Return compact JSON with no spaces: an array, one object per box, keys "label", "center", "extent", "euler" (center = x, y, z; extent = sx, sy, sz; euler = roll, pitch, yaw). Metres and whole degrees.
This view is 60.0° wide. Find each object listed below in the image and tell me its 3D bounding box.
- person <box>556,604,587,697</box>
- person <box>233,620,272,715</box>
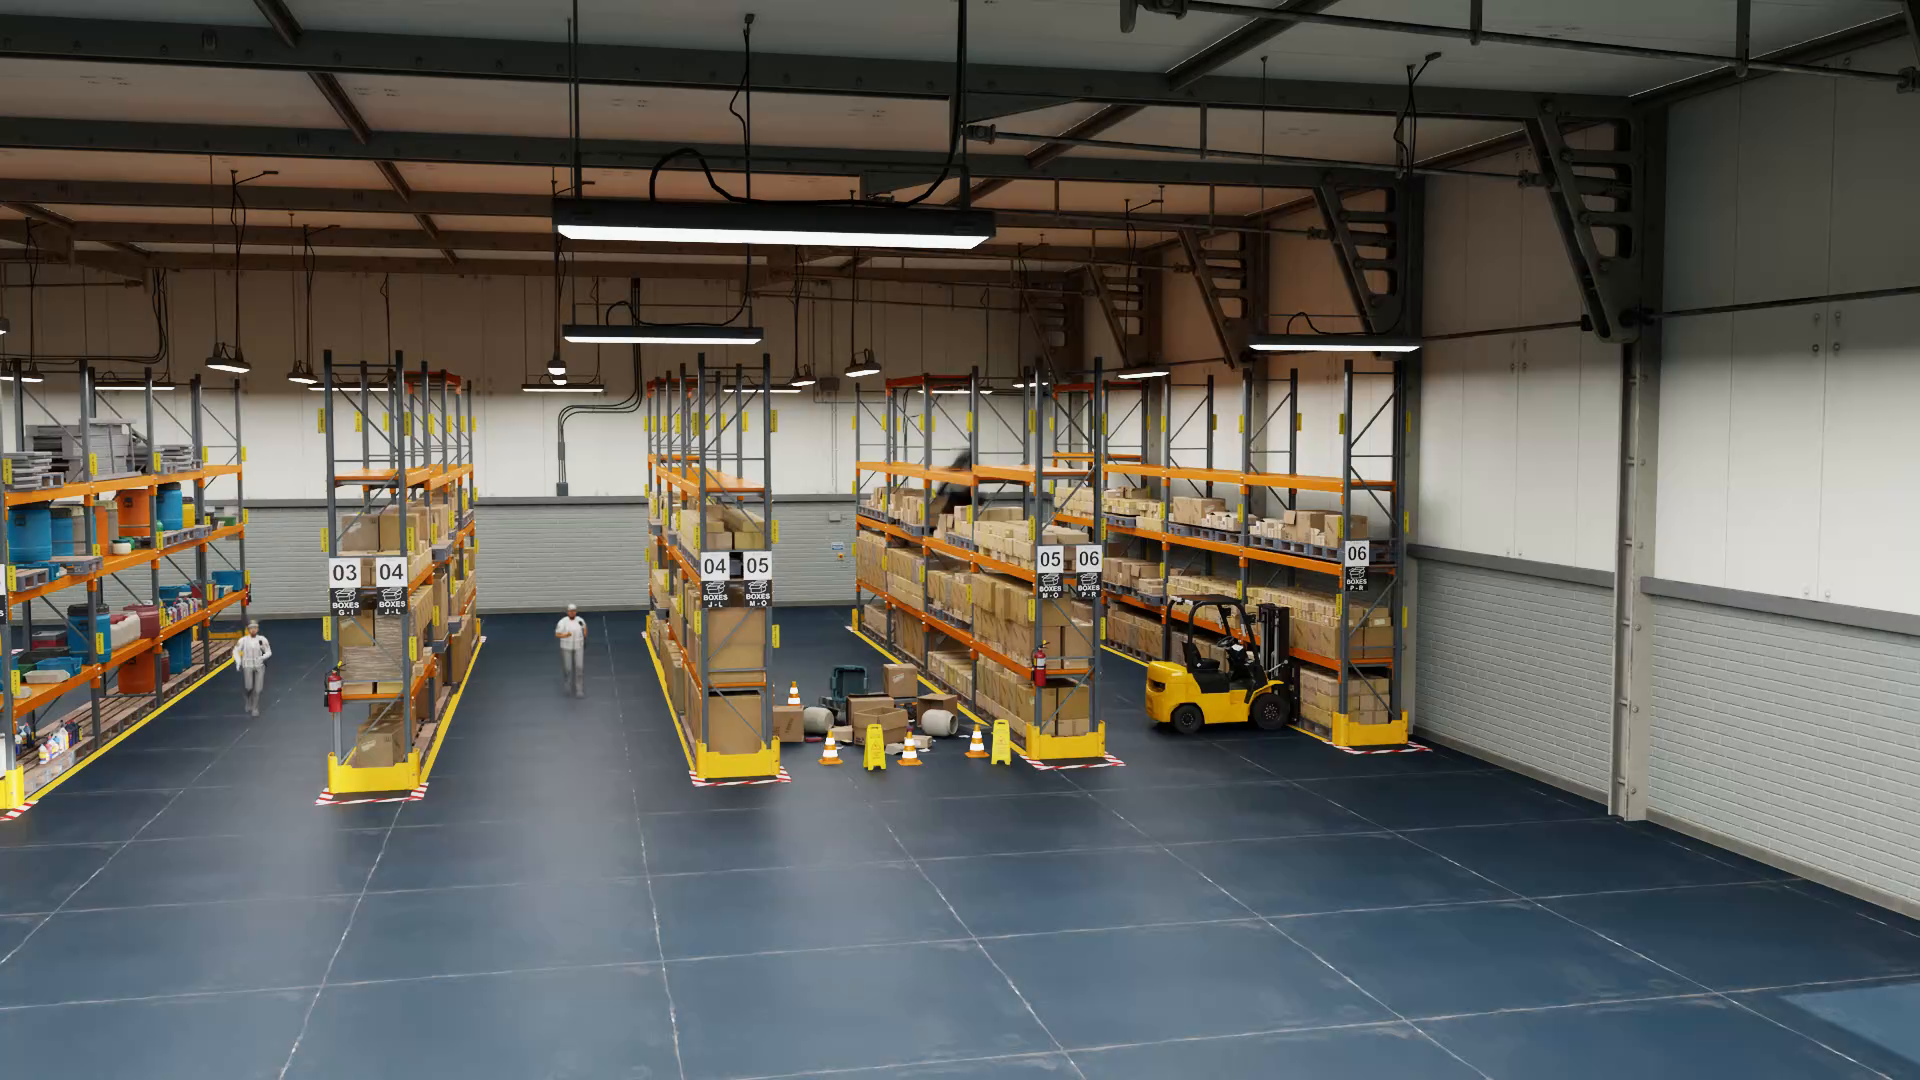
[{"label":"person","center":[-7.144,2.010,30.600],"extent":[0.583,1.663,0.913],"euler":[-2,4,-22]},{"label":"person","center":[-12.083,2.190,28.439],"extent":[0.599,1.657,0.562],"euler":[-2,4,-27]}]
